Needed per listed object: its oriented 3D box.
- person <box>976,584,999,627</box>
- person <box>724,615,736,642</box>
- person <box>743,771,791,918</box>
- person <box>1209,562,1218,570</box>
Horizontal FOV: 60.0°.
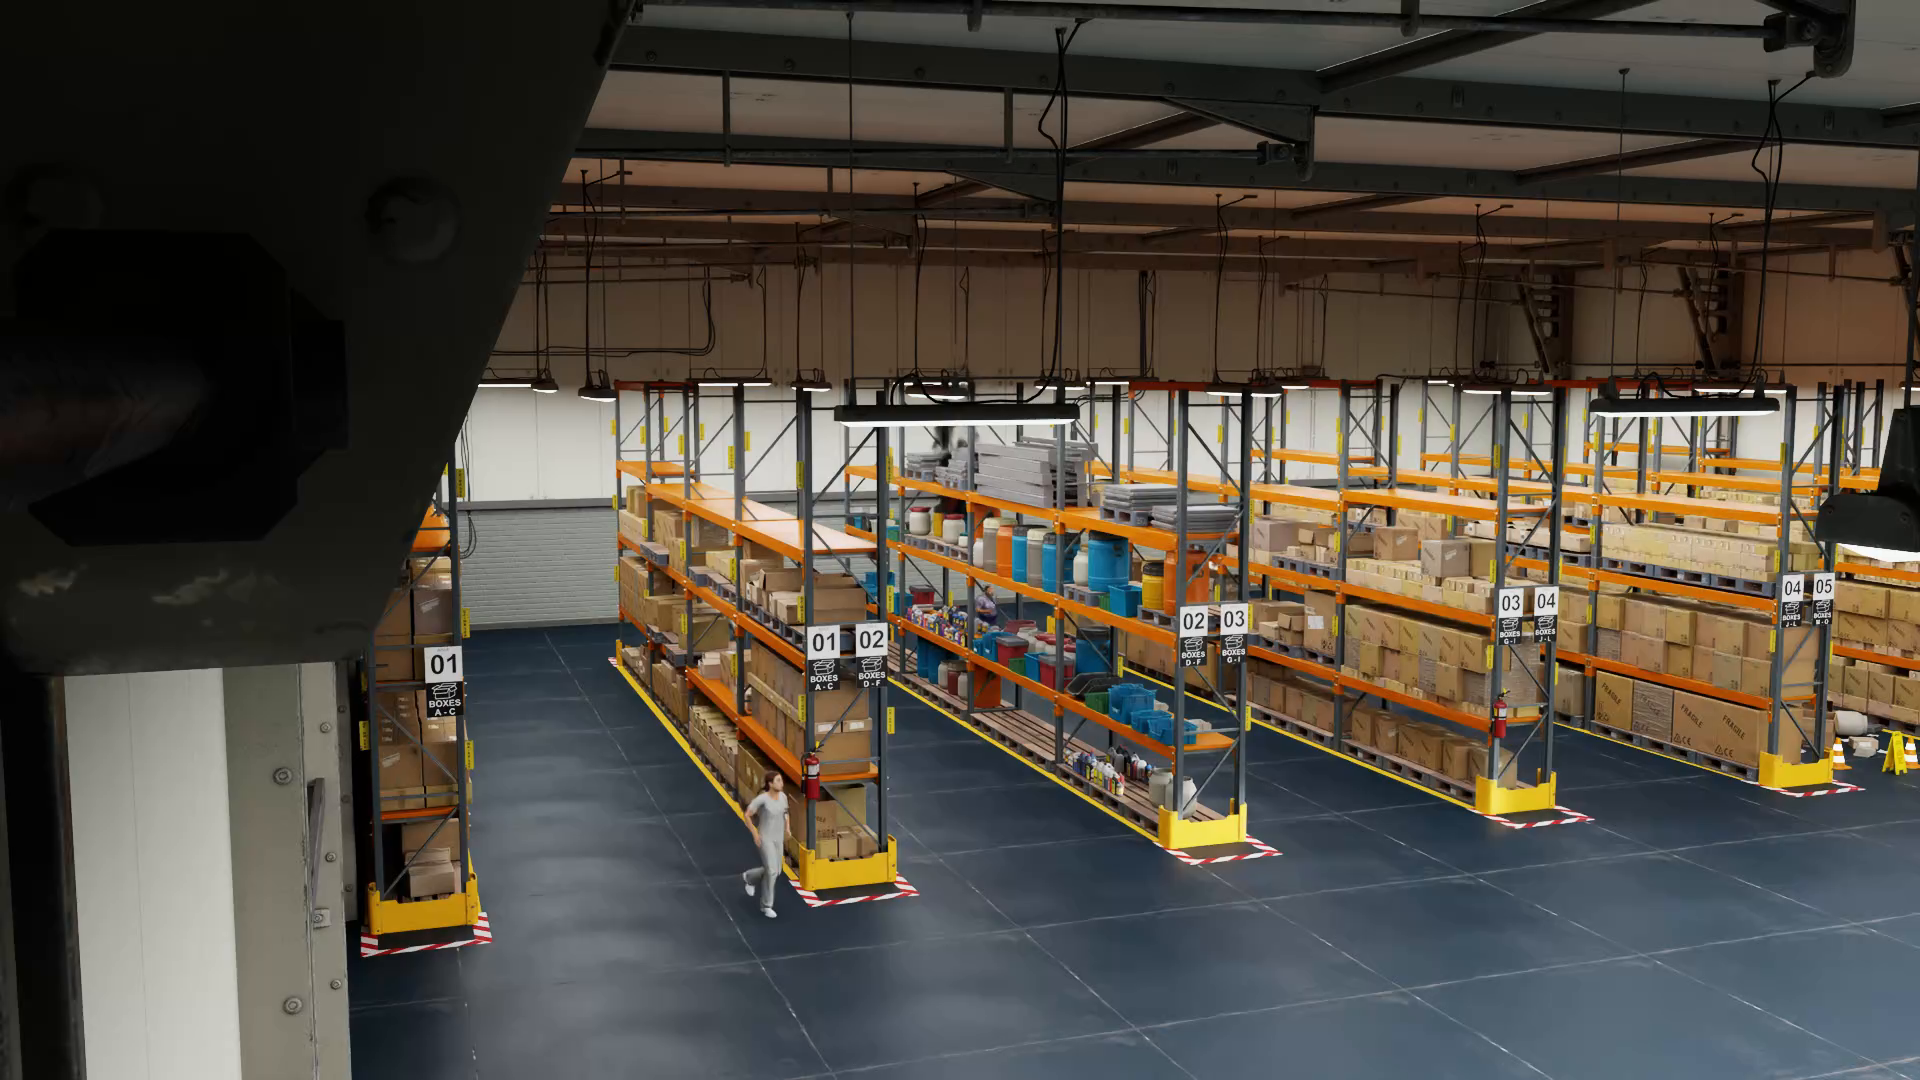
[{"bbox_3d":[0.590,1.717,35.037,0.574,1.553,0.684,-3,7,-30],"label":"person"},{"bbox_3d":[-5.051,1.766,35.875,0.602,1.519,0.594,-6,8,-44],"label":"person"},{"bbox_3d":[-2.239,3.491,19.396,0.730,1.637,0.604,6,8,44],"label":"person"},{"bbox_3d":[6.258,1.152,40.848,0.724,1.740,0.714,4,7,30],"label":"person"}]
